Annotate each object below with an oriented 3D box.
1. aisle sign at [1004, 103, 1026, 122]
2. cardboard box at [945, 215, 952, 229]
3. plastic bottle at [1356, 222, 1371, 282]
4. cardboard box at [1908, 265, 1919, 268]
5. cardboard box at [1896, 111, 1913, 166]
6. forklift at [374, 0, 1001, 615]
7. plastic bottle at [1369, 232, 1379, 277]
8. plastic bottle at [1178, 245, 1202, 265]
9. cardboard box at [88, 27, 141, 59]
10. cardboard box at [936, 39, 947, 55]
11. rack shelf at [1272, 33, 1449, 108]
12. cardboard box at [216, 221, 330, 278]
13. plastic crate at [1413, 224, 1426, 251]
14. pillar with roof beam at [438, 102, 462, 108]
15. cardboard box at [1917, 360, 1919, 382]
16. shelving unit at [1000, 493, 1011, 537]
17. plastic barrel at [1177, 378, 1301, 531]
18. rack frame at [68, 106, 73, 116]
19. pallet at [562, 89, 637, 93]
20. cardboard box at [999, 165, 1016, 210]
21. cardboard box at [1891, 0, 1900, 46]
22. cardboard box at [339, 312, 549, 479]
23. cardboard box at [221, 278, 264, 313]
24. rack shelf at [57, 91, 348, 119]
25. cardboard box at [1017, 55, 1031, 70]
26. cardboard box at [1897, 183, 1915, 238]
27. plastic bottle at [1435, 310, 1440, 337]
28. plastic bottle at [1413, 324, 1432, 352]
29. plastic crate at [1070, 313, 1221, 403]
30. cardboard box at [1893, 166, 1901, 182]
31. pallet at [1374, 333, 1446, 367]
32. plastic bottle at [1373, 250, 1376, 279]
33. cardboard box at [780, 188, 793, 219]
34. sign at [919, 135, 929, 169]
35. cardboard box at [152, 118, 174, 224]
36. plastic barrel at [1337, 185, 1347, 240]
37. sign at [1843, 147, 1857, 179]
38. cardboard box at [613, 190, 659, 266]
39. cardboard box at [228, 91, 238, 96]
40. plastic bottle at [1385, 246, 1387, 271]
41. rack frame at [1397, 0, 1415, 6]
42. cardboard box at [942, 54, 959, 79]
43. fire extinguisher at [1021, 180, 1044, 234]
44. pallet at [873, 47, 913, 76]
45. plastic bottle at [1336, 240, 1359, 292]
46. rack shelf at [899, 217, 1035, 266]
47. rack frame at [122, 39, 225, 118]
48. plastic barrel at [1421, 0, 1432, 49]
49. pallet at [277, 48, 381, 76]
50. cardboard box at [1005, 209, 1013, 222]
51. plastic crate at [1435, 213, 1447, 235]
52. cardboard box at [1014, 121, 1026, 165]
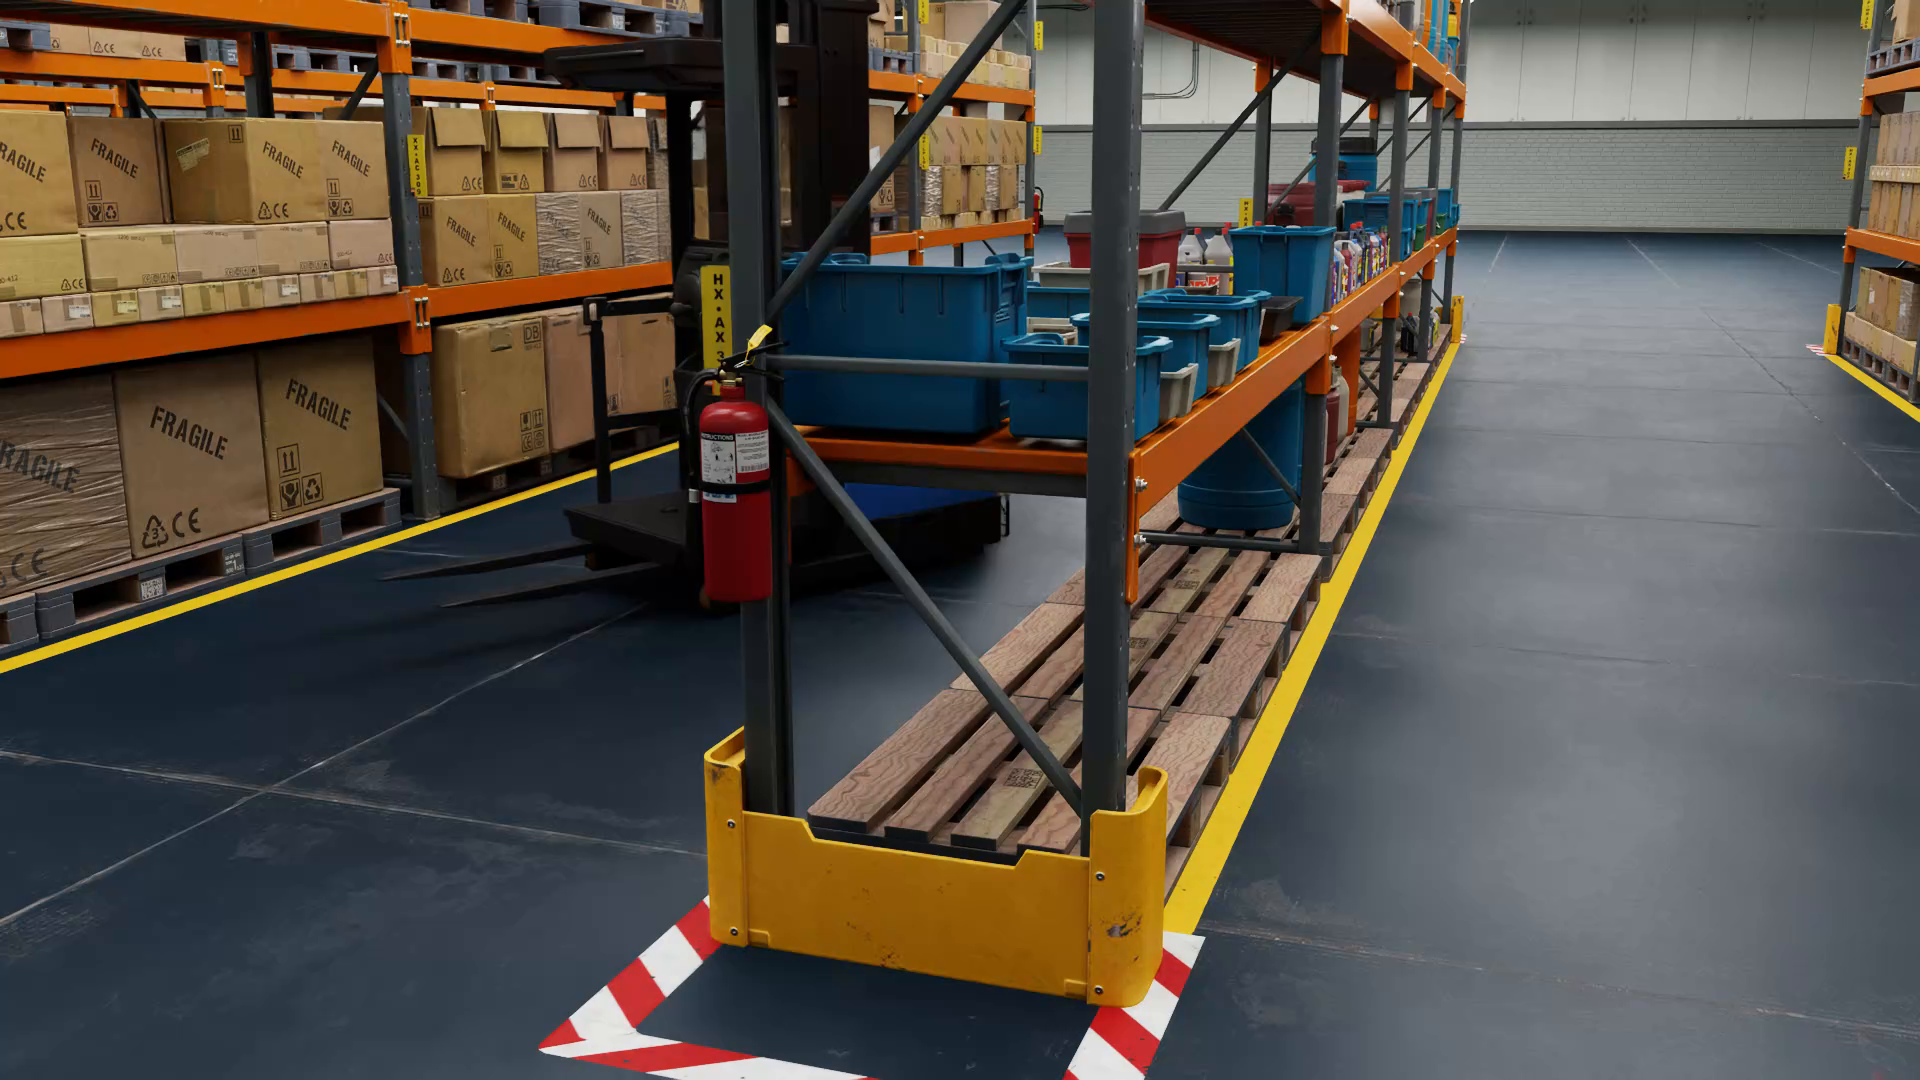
[{"bbox_3d":[0.719,-5.394,20.037,0.394,0.787,0.004,4,14,18],"label":"aisle sign"},{"bbox_3d":[-0.305,-3.354,17.504,0.380,0.149,0.250,4,14,18],"label":"cardboard box"},{"bbox_3d":[2.325,-1.683,9.731,0.144,0.351,0.185,4,14,18],"label":"plastic bottle"},{"bbox_3d":[9.895,-2.516,16.822,0.500,0.500,0.500,4,14,18],"label":"cardboard box"},{"bbox_3d":[9.280,-3.776,15.652,0.700,0.500,0.500,4,14,19],"label":"cardboard box"},{"bbox_3d":[-1.218,-1.220,7.745,3.031,2.935,1.130,-11,17,-41],"label":"forklift"},{"bbox_3d":[2.531,-1.762,10.255,0.097,0.271,0.097,0,13,0],"label":"plastic bottle"},{"bbox_3d":[1.159,-1.374,8.548,0.152,0.276,0.135,4,14,18],"label":"plastic bottle"},{"bbox_3d":[-6.928,-4.095,13.224,0.500,0.500,0.500,4,14,18],"label":"cardboard box"},{"bbox_3d":[-0.352,-5.039,17.026,0.380,0.149,0.250,4,14,19],"label":"cardboard box"},{"bbox_3d":[3.160,-3.627,13.012,1.077,0.370,4.000,4,14,18],"label":"rack shelf"},{"bbox_3d":[-3.527,-1.459,8.309,0.500,0.250,0.500,5,14,20],"label":"cardboard box"},{"bbox_3d":[3.511,-2.446,13.439,0.450,0.188,0.662,4,14,18],"label":"plastic crate"},{"bbox_3d":[-6.782,-10.265,33.738,9.100,9.000,0.400,4,14,18],"label":"pillar with roof beam"},{"bbox_3d":[8.128,-1.376,13.511,0.500,0.250,0.500,4,13,17],"label":"cardboard box"},{"bbox_3d":[0.113,-0.452,8.946,0.258,0.900,0.210,8,15,32],"label":"shelving unit"},{"bbox_3d":[1.411,-0.547,8.415,0.600,0.901,0.708,4,14,18],"label":"plastic barrel"},{"bbox_3d":[-13.660,-5.205,25.052,1.000,3.000,0.127,4,14,18],"label":"rack frame"},{"bbox_3d":[-4.475,-5.776,21.010,1.003,0.211,1.213,4,14,18],"label":"pallet"},{"bbox_3d":[0.163,-4.101,19.322,0.875,0.500,0.500,4,14,18],"label":"cardboard box"},{"bbox_3d":[9.598,-5.086,16.299,0.797,0.503,0.637,5,14,22],"label":"cardboard box"},{"bbox_3d":[-3.279,-0.913,10.080,1.225,0.875,0.875,4,14,19],"label":"cardboard box"},{"bbox_3d":[-3.589,-1.181,7.988,0.380,0.149,0.250,5,14,19],"label":"cardboard box"},{"bbox_3d":[-9.609,-5.539,21.391,1.077,0.370,4.000,4,14,18],"label":"rack shelf"},{"bbox_3d":[0.621,-5.638,19.647,0.380,0.149,0.250,4,14,18],"label":"cardboard box"},{"bbox_3d":[9.126,-3.046,15.368,0.700,0.500,0.500,5,14,20],"label":"cardboard box"},{"bbox_3d":[4.902,-2.224,17.108,0.061,0.283,0.133,5,14,20],"label":"plastic bottle"},{"bbox_3d":[4.404,-1.928,15.828,0.152,0.276,0.135,5,14,20],"label":"plastic bottle"},{"bbox_3d":[0.529,-0.524,4.785,0.416,0.233,0.300,4,14,18],"label":"plastic crate"},{"bbox_3d":[9.042,-3.448,15.669,0.380,0.149,0.250,4,14,18],"label":"cardboard box"},{"bbox_3d":[4.457,-1.973,17.157,1.003,0.211,1.213,4,14,18],"label":"pallet"},{"bbox_3d":[2.468,-1.687,10.083,0.097,0.201,0.097,0,13,0],"label":"plastic bottle"},{"bbox_3d":[-1.413,-2.919,14.427,0.500,0.250,0.500,4,13,17],"label":"cardboard box"},{"bbox_3d":[-0.353,-3.818,16.373,0.100,0.325,0.005,4,14,18],"label":"sign"},{"bbox_3d":[-4.031,-1.860,8.381,0.500,0.500,0.500,4,14,18],"label":"cardboard box"},{"bbox_3d":[2.780,-2.469,12.814,0.421,0.512,0.421,0,13,0],"label":"plastic barrel"},{"bbox_3d":[9.264,-3.923,17.311,0.100,0.325,0.005,4,14,18],"label":"sign"},{"bbox_3d":[-2.430,-2.163,11.501,0.500,0.500,0.500,4,13,17],"label":"cardboard box"},{"bbox_3d":[-9.422,-5.719,21.129,0.380,0.149,0.250,4,14,19],"label":"cardboard box"},{"bbox_3d":[2.731,-1.858,10.835,0.097,0.201,0.097,0,13,0],"label":"plastic bottle"},{"bbox_3d":[2.513,-5.019,10.754,1.000,3.000,0.127,4,14,18],"label":"rack frame"},{"bbox_3d":[-0.325,-4.870,17.180,0.500,0.250,0.500,4,14,18],"label":"cardboard box"},{"bbox_3d":[0.888,-4.088,20.332,0.296,0.674,0.183,4,14,18],"label":"fire extinguisher"},{"bbox_3d":[-1.180,-4.541,15.825,1.213,0.211,1.003,4,14,18],"label":"pallet"},{"bbox_3d":[2.104,-1.505,9.120,0.152,0.276,0.135,4,14,18],"label":"plastic bottle"},{"bbox_3d":[-0.232,-3.363,18.599,1.077,0.370,4.000,4,14,18],"label":"rack shelf"},{"bbox_3d":[-6.834,-2.829,14.641,1.000,3.000,0.127,4,14,18],"label":"rack frame"},{"bbox_3d":[3.196,-4.061,12.332,0.600,0.830,0.708,4,14,18],"label":"plastic barrel"},{"bbox_3d":[-6.317,-4.574,15.972,1.003,0.211,1.213,5,14,21],"label":"pallet"},{"bbox_3d":[0.405,-3.829,19.586,0.380,0.149,0.250,4,14,18],"label":"cardboard box"},{"bbox_3d":[4.514,-3.098,16.298,0.450,0.188,0.662,4,14,18],"label":"plastic crate"},{"bbox_3d":[0.471,-4.683,19.623,0.500,0.500,0.500,4,14,18],"label":"cardboard box"}]
